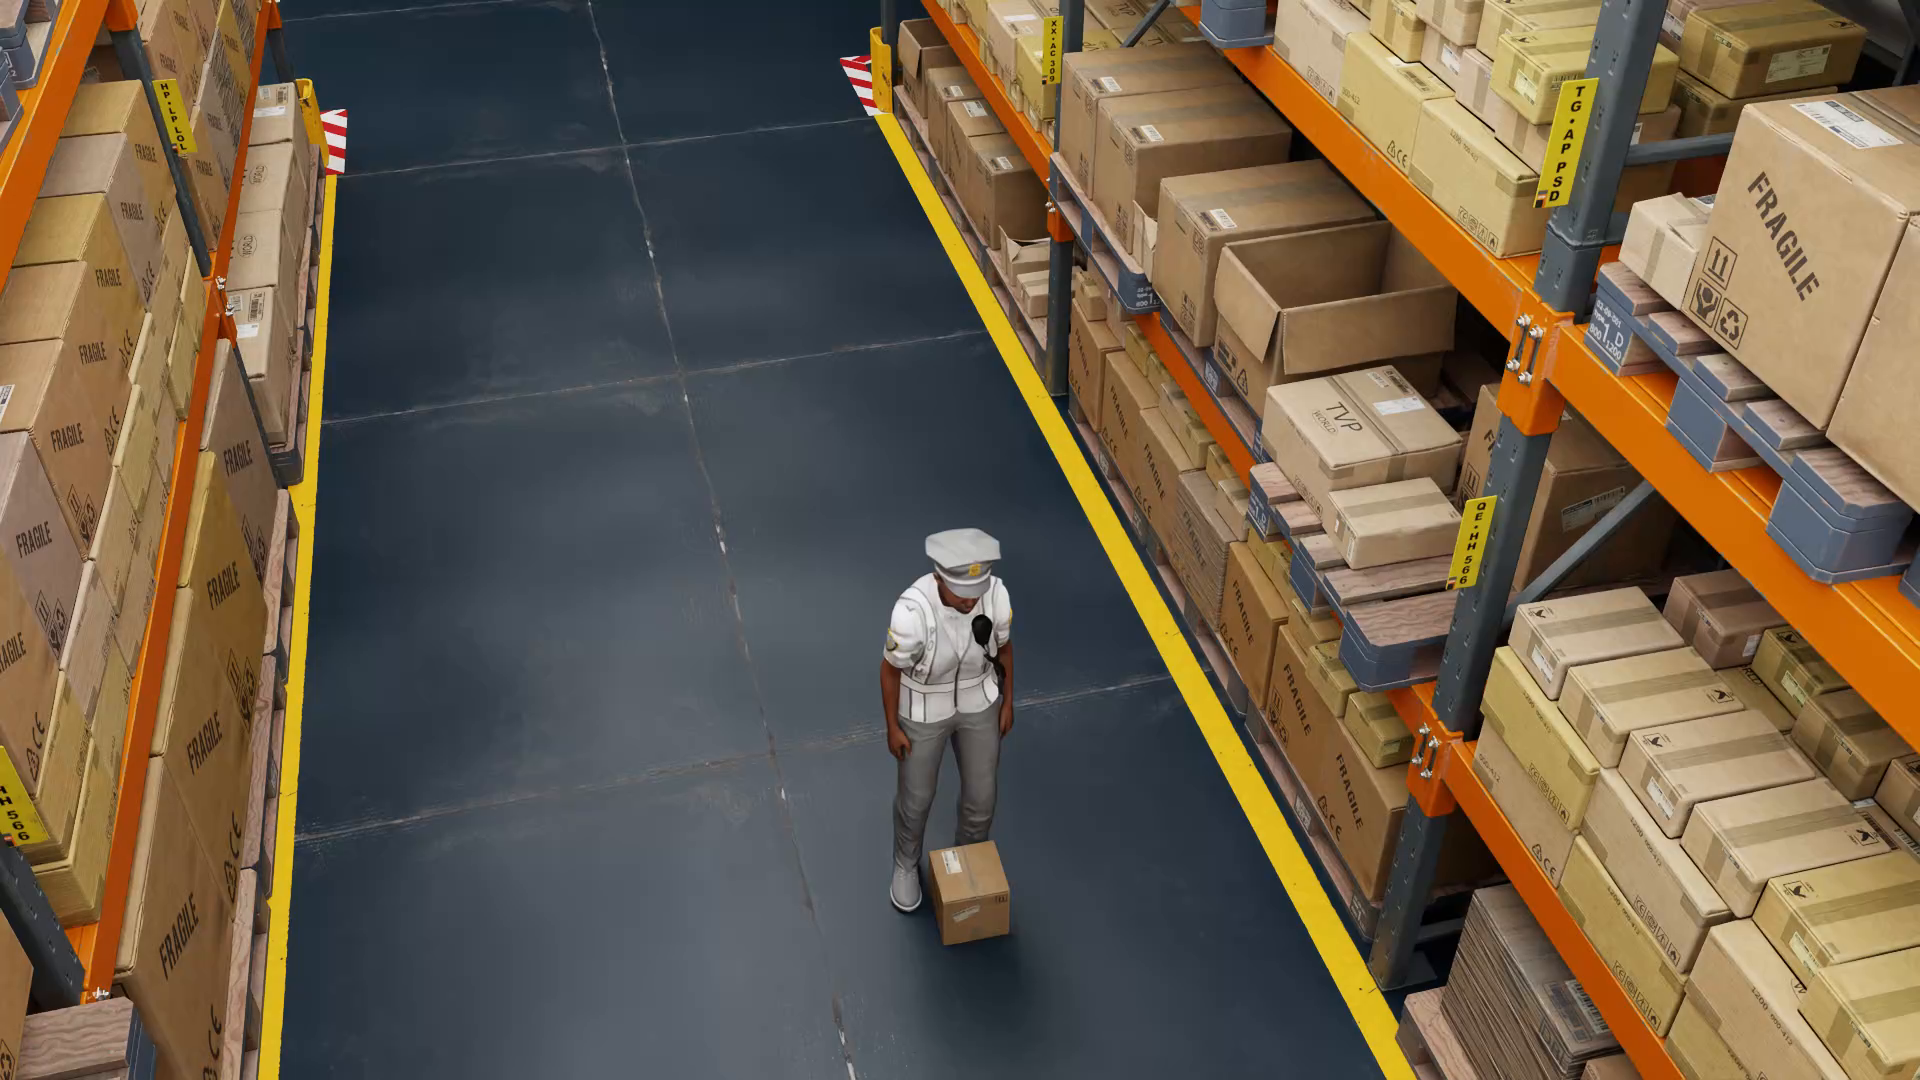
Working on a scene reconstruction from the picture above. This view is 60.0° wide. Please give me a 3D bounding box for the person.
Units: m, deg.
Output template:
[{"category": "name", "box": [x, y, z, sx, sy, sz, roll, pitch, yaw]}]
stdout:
[{"category": "person", "box": [-0.039, 0.632, 5.919, 0.512, 1.656, 0.426, -11, 40, -14]}]
